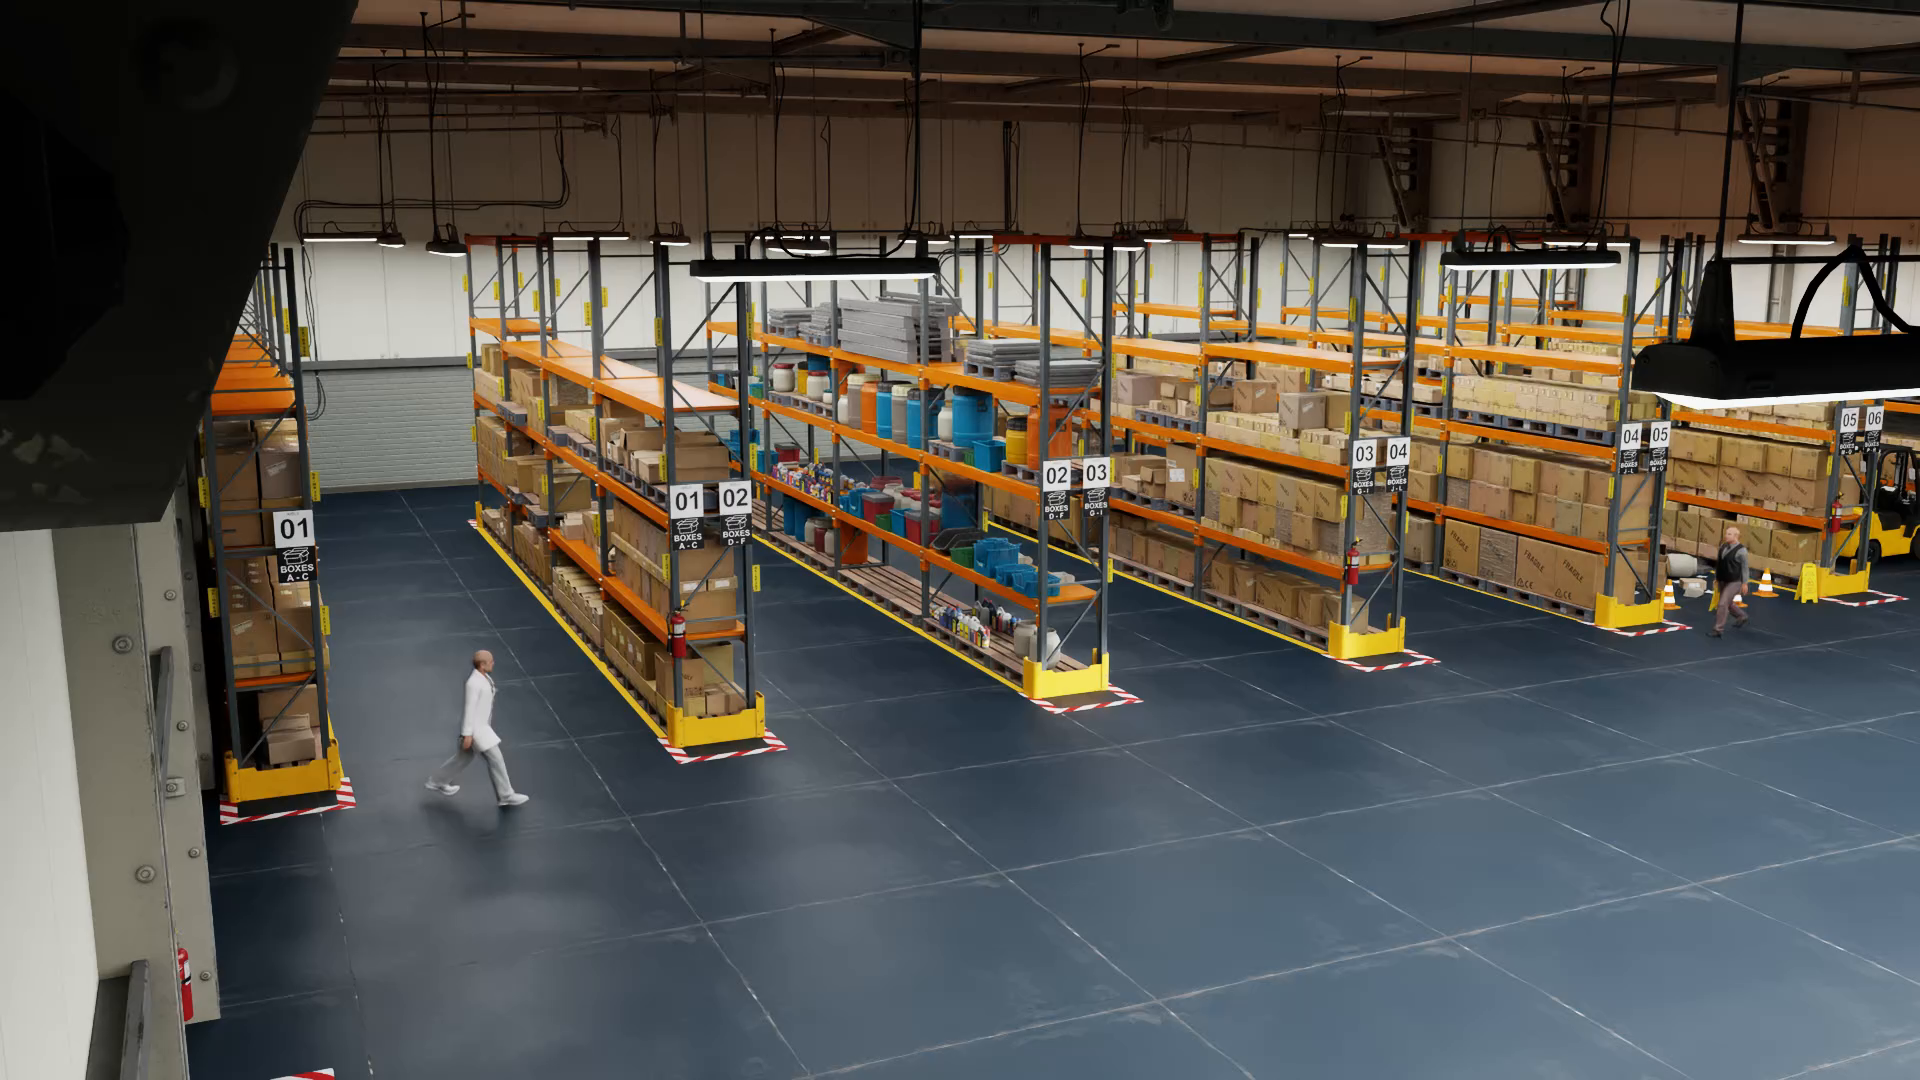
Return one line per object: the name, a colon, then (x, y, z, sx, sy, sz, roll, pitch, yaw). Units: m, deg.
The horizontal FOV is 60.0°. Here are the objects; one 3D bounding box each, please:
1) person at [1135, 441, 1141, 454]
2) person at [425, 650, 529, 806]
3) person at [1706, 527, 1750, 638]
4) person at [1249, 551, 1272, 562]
person: (4.842, -3.049, 44.427, 0.454, 1.648, 0.752, 6, 12, 27)
person: (-5.296, 2.038, 18.103, 1.187, 1.721, 0.610, 0, 11, 0)
person: (11.798, 0.634, 25.416, 0.999, 1.686, 0.542, -4, 12, -22)
person: (5.652, -0.506, 31.056, 0.548, 1.724, 1.061, -4, 12, -21)
